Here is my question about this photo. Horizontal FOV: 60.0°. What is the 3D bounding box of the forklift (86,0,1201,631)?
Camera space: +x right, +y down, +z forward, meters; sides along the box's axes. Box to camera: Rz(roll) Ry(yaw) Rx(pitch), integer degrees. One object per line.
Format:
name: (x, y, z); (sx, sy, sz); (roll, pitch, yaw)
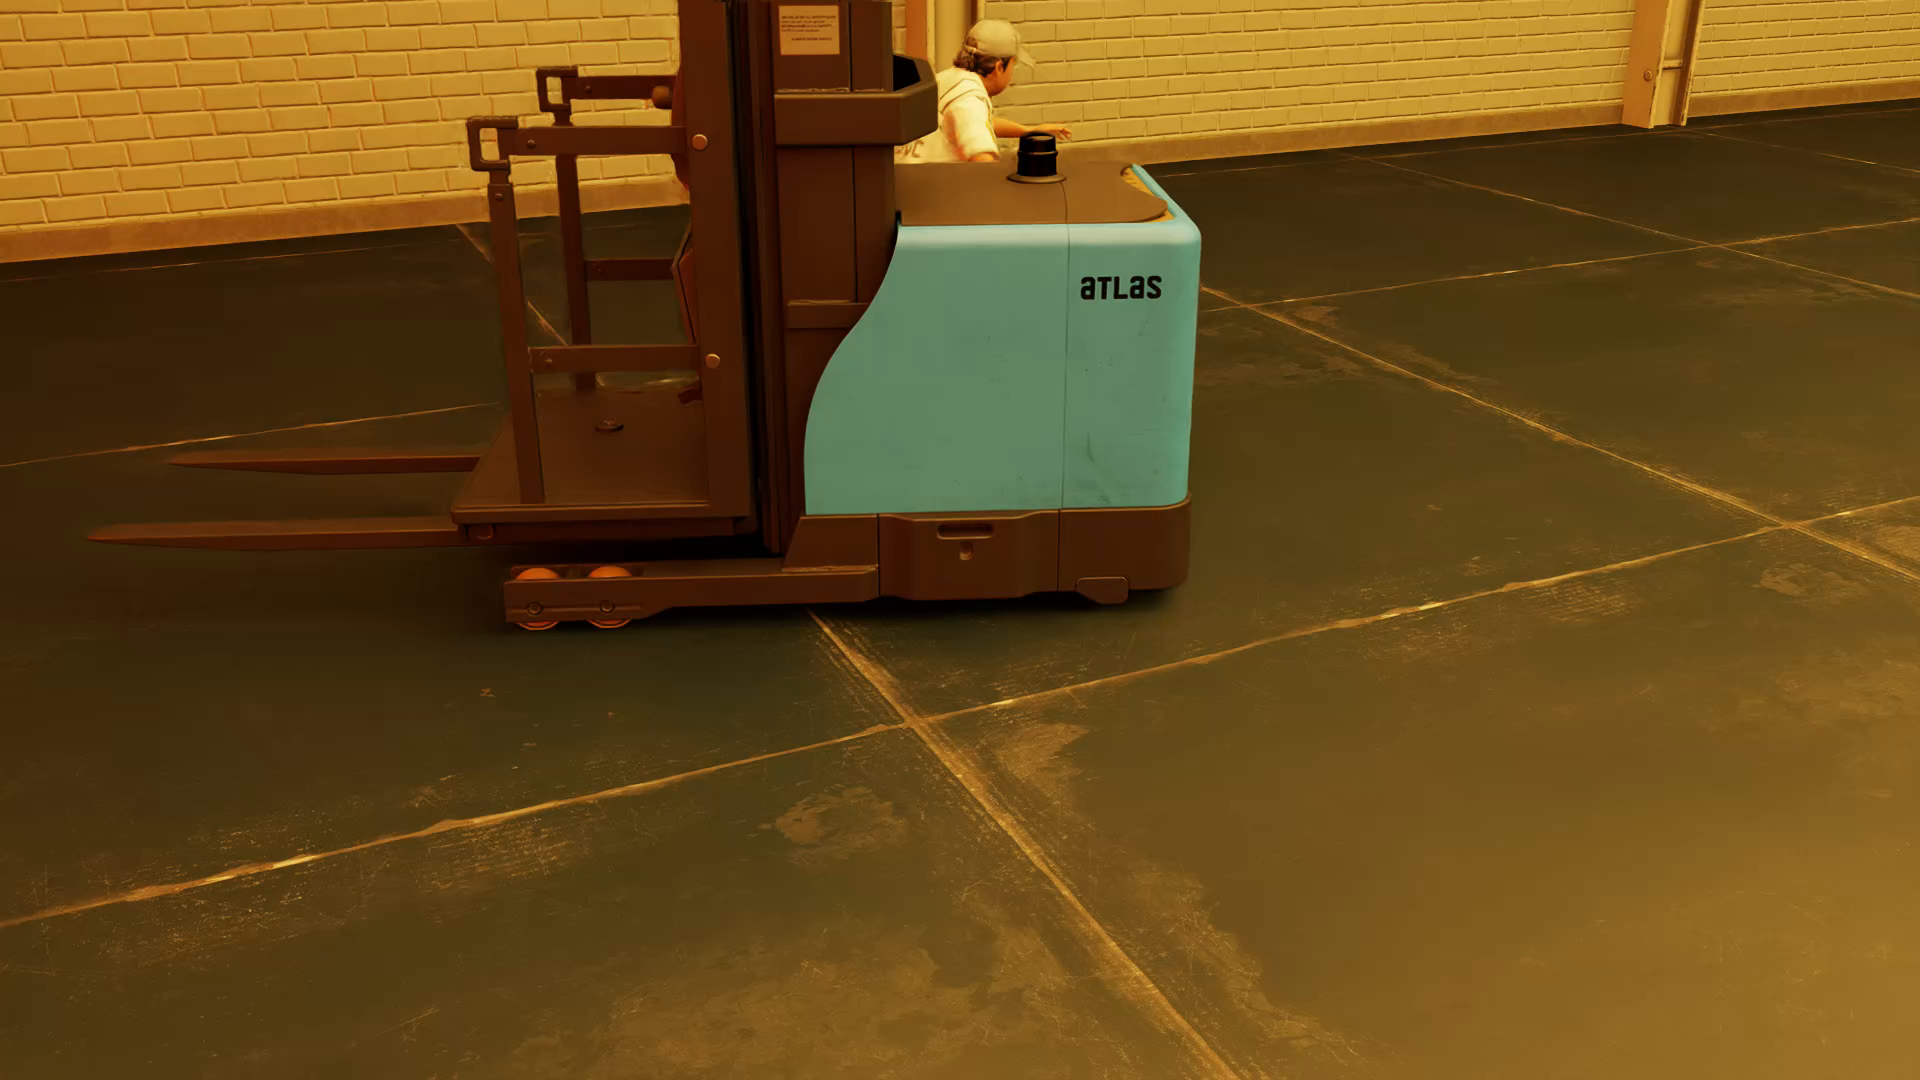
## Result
forklift: (-0.899, -1.317, 4.457); (3.031, 2.935, 1.130); (-1, 23, -3)

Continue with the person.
person: (0.164, -1.093, 5.917); (0.912, 1.433, 1.127); (-10, 25, -23)
